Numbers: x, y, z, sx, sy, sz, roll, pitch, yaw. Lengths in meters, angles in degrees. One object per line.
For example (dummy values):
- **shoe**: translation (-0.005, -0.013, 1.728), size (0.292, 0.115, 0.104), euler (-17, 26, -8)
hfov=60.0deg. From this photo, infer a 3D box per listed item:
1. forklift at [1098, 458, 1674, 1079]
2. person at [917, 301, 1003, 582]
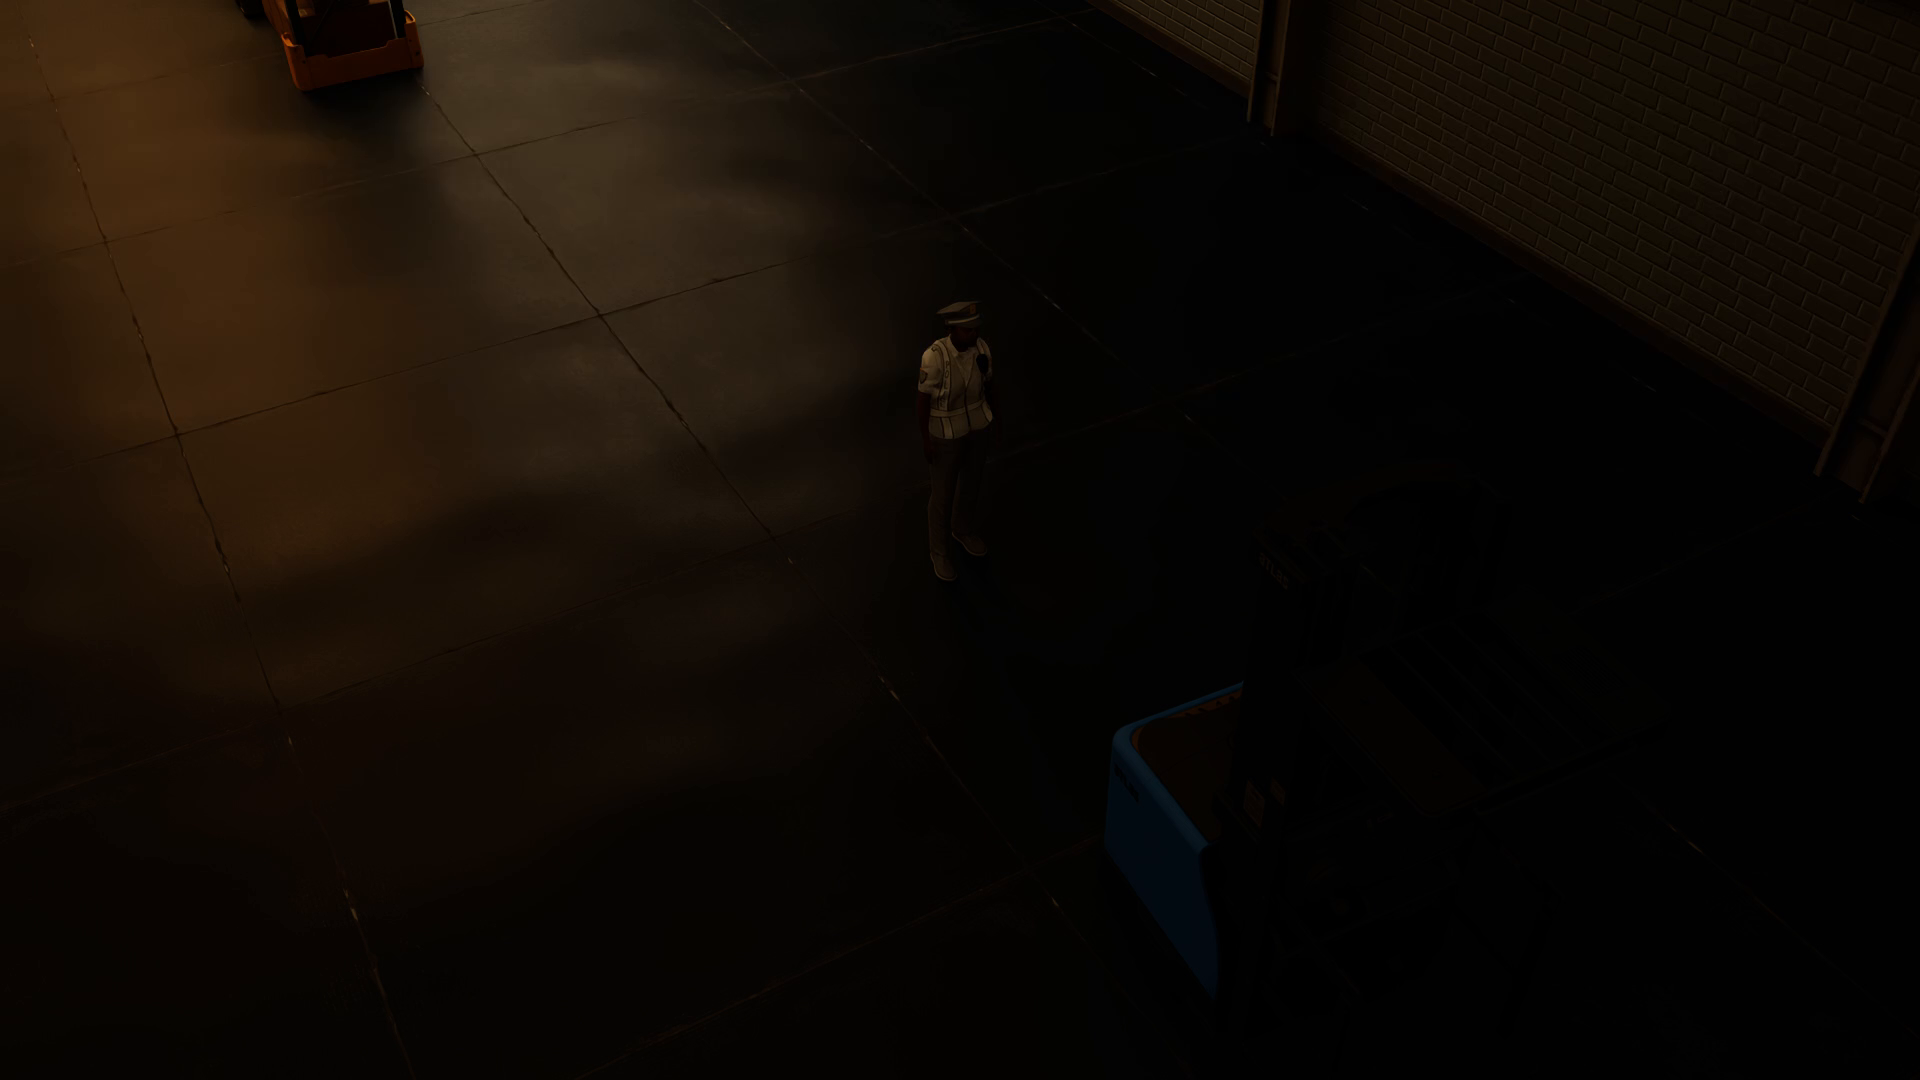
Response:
- **forklift**: translation (1.786, 1.275, 6.499), size (1.130, 2.935, 3.031), euler (-18, 43, -20)
- **person**: translation (0.020, -0.610, 9.728), size (0.569, 1.695, 0.528), euler (-20, 44, -23)
